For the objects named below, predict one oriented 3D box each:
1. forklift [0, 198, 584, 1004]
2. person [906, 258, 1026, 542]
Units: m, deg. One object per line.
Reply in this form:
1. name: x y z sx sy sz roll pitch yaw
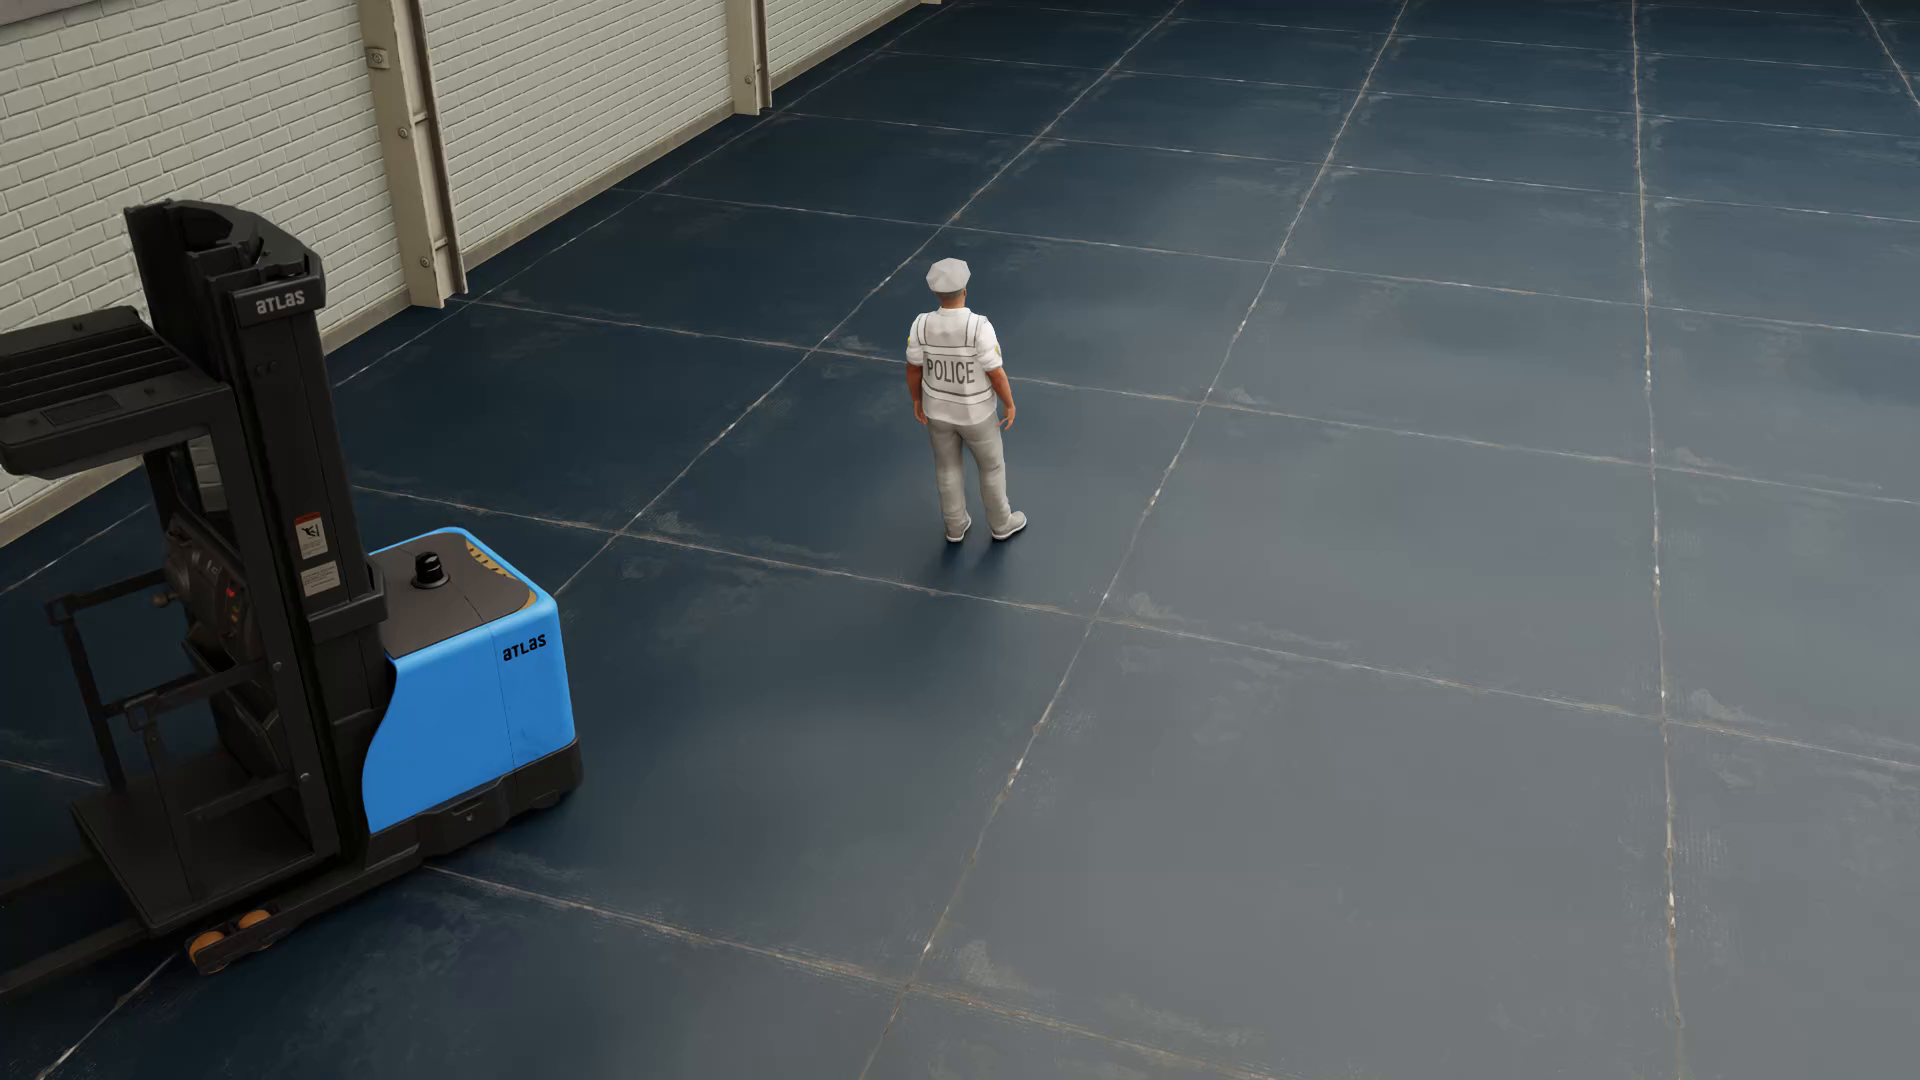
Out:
1. forklift: -3.236 0.236 6.723 3.031 2.935 1.130 -24 37 -35
2. person: 0.036 -0.816 9.712 0.641 1.781 0.574 10 31 16
